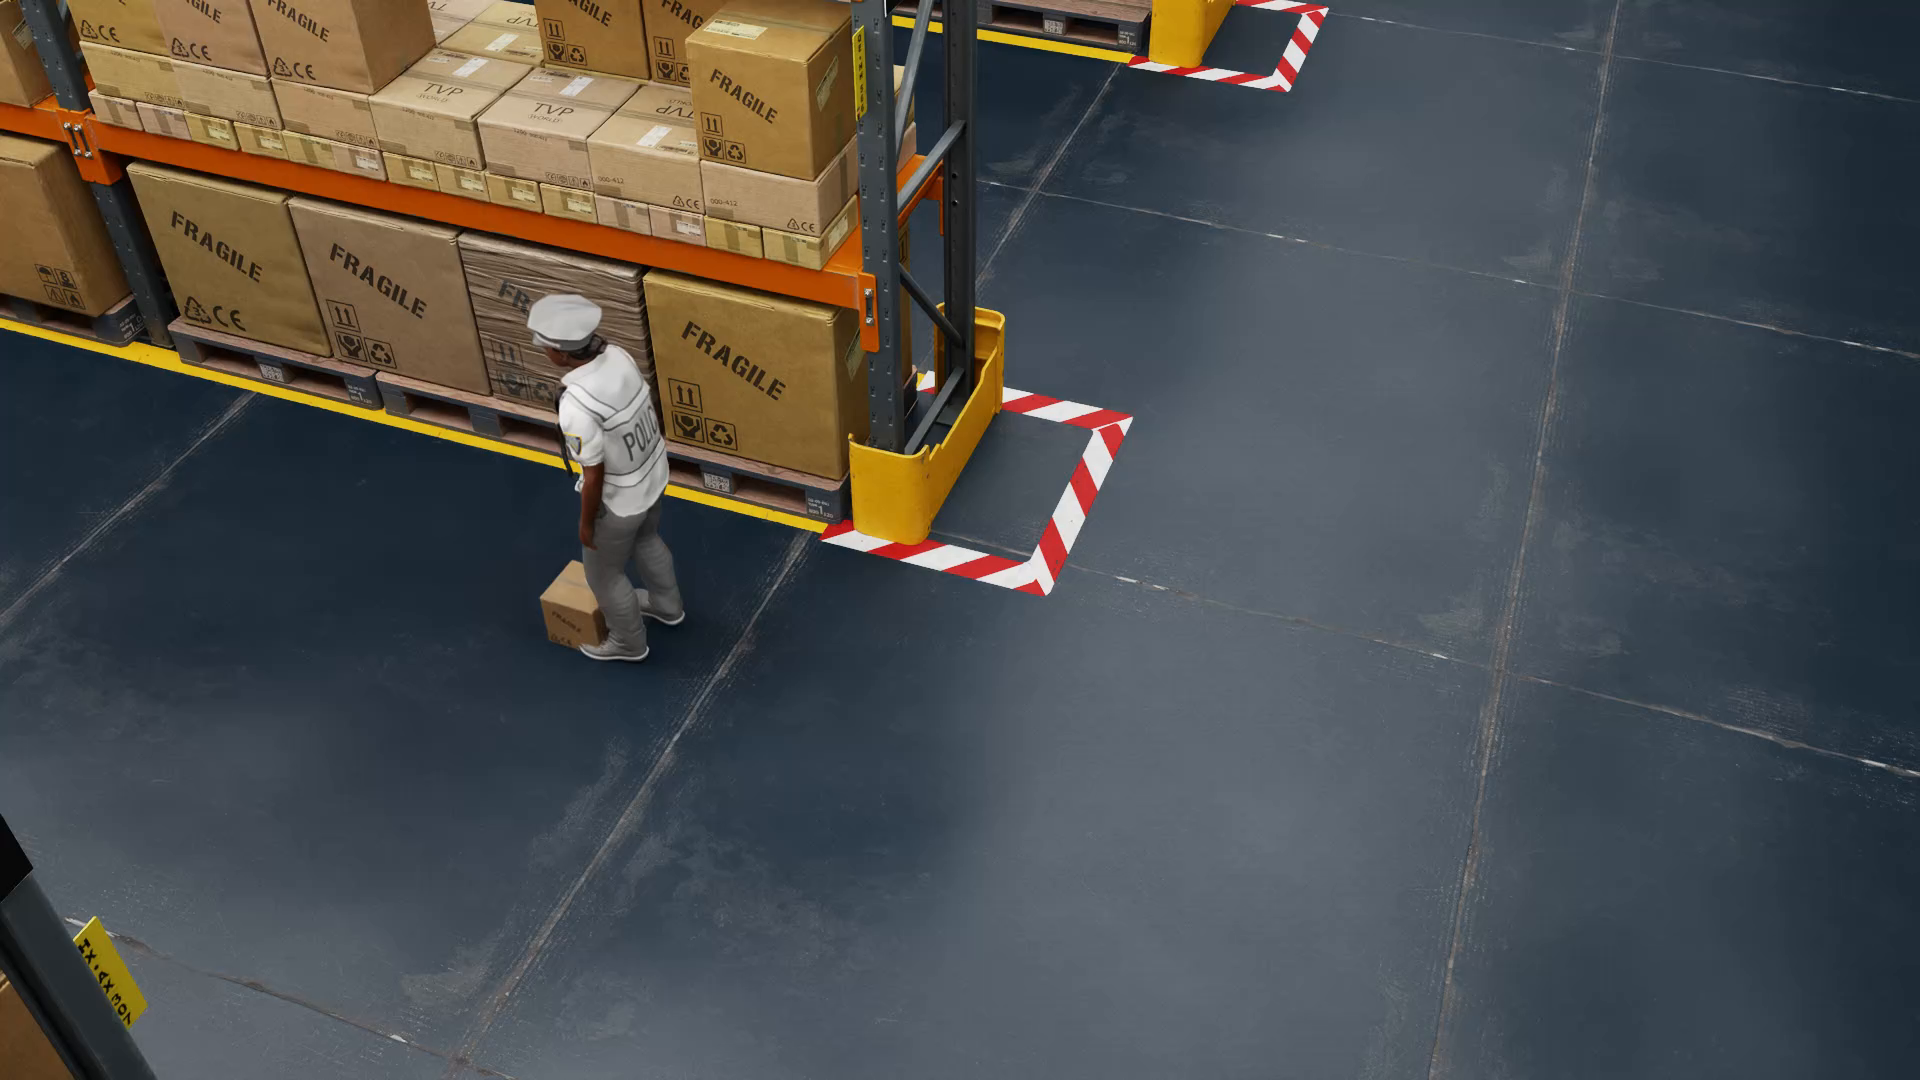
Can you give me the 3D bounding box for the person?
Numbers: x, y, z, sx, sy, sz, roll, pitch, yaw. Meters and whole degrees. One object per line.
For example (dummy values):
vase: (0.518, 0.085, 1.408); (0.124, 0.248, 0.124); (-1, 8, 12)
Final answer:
person: (-1.336, -0.201, 6.387); (0.426, 1.657, 0.511); (12, 43, 13)
